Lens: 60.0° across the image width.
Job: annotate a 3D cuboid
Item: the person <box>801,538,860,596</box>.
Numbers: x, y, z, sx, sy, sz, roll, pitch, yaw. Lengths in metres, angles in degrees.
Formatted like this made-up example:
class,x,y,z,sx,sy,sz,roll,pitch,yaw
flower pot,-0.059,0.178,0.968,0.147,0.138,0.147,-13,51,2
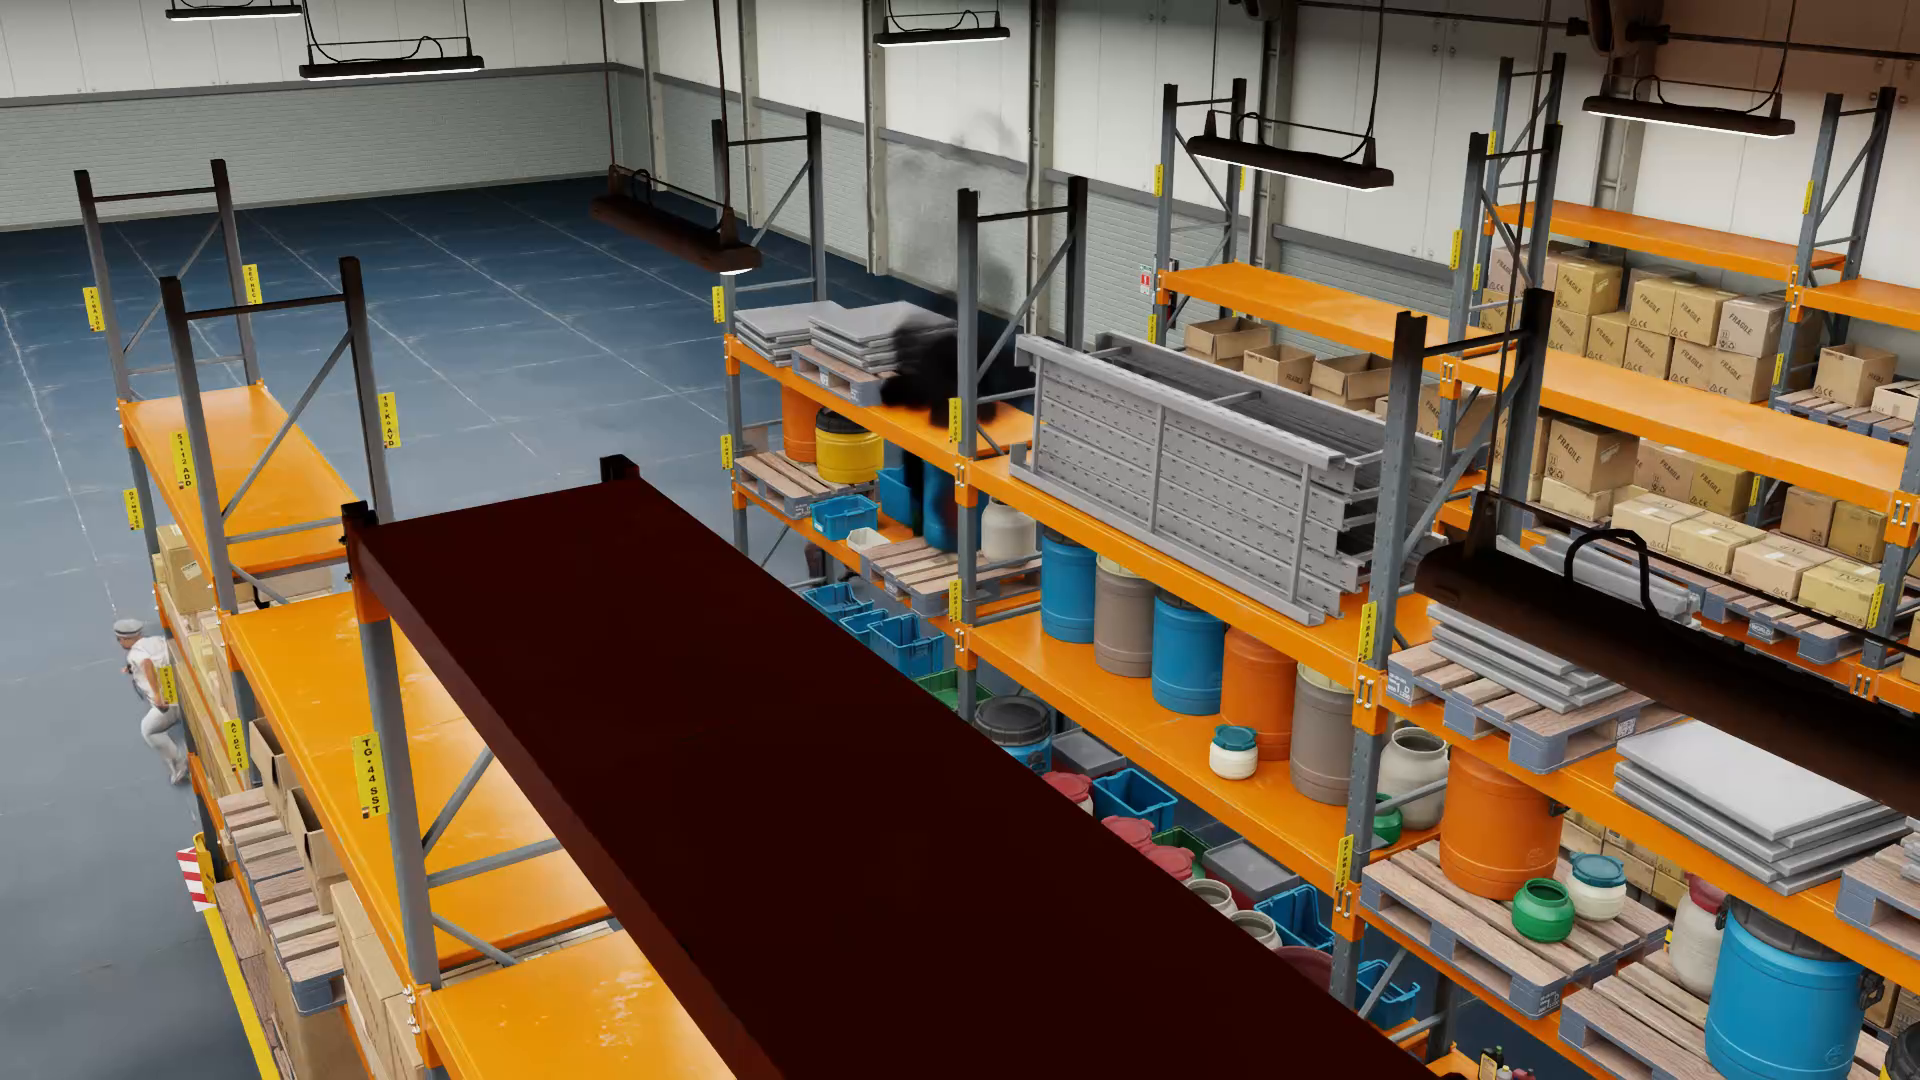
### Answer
class,x,y,z,sx,sy,sz,roll,pitch,yaw
person,-1.571,-0.217,19.624,0.785,1.788,0.671,-4,22,-9

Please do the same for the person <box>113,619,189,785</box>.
class,x,y,z,sx,sy,sz,roll,pitch,yaw
person,-7.284,1.552,15.414,1.015,1.680,0.700,2,22,5
